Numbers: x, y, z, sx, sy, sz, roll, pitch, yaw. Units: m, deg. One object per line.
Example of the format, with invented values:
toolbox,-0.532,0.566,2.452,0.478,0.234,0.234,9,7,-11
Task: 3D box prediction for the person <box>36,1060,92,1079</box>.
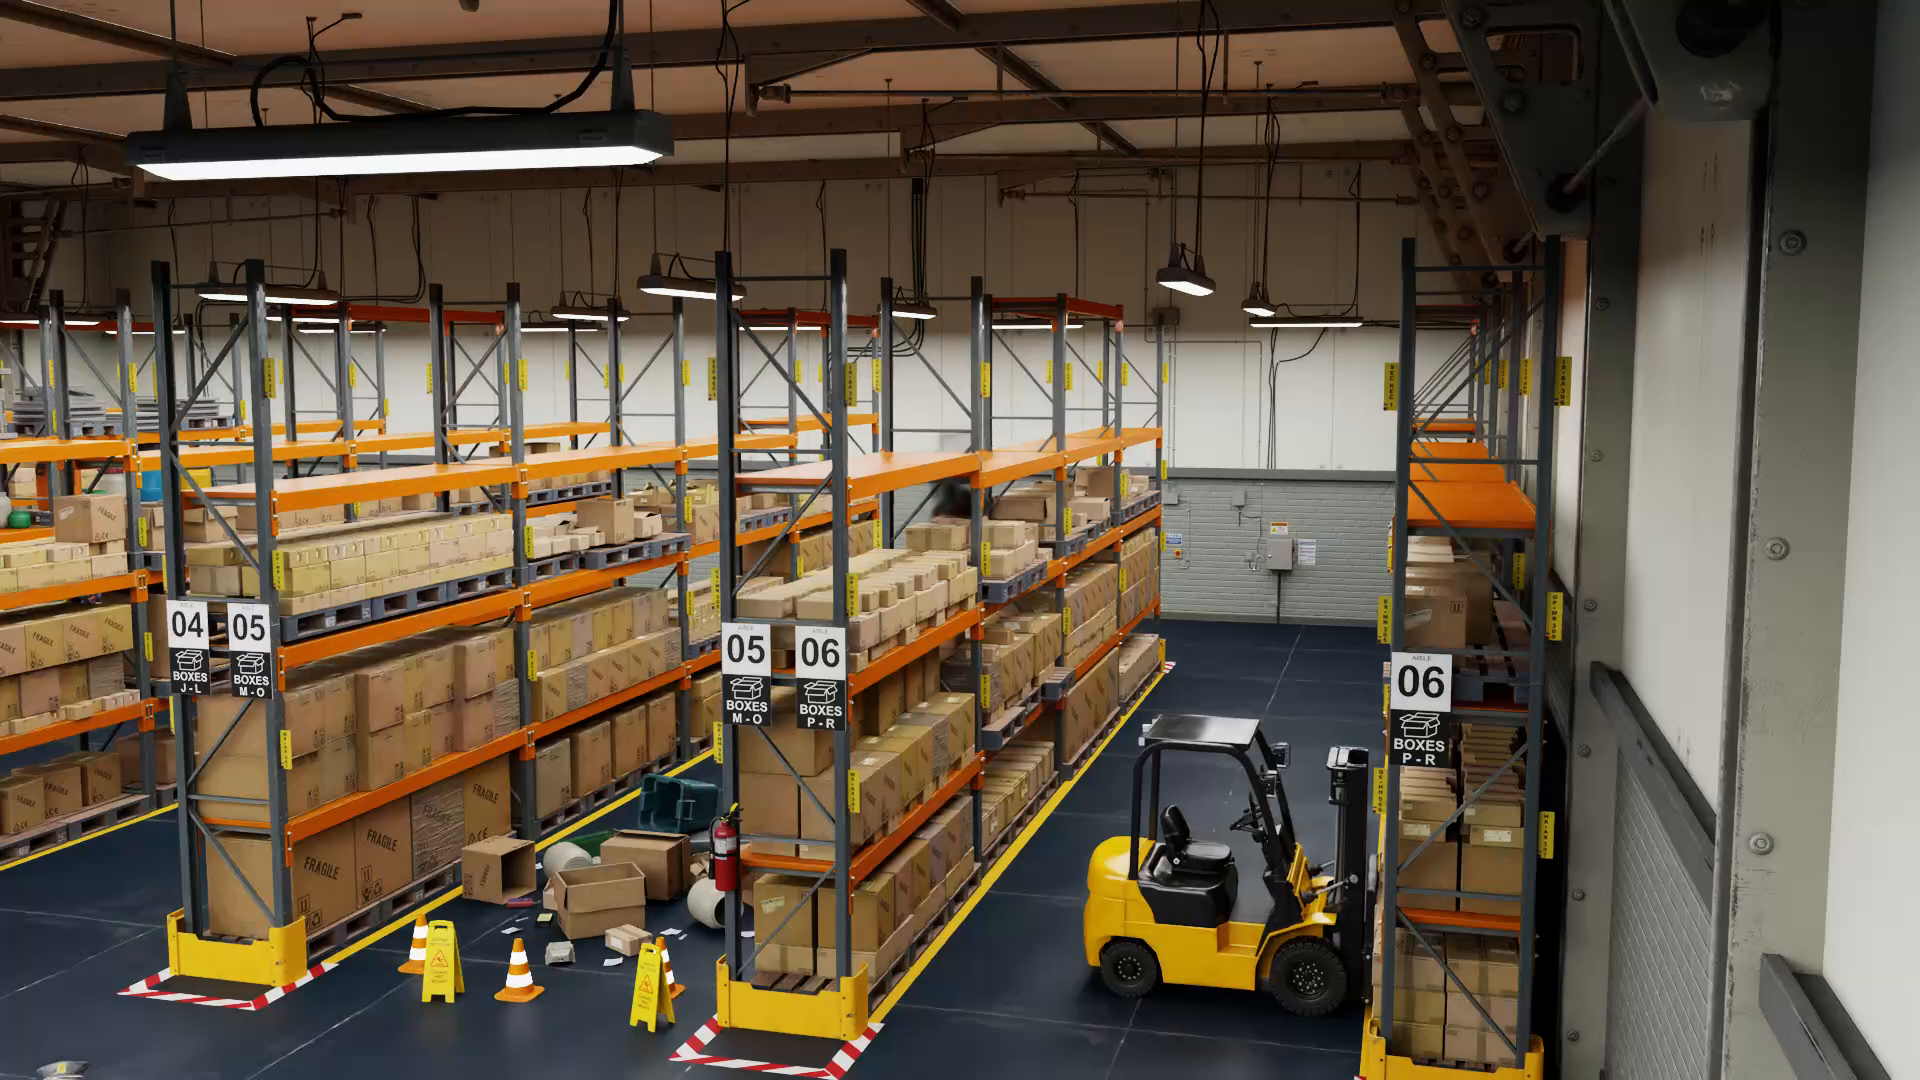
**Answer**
person,-4.530,3.444,8.468,0.623,1.661,0.560,-4,7,-30
